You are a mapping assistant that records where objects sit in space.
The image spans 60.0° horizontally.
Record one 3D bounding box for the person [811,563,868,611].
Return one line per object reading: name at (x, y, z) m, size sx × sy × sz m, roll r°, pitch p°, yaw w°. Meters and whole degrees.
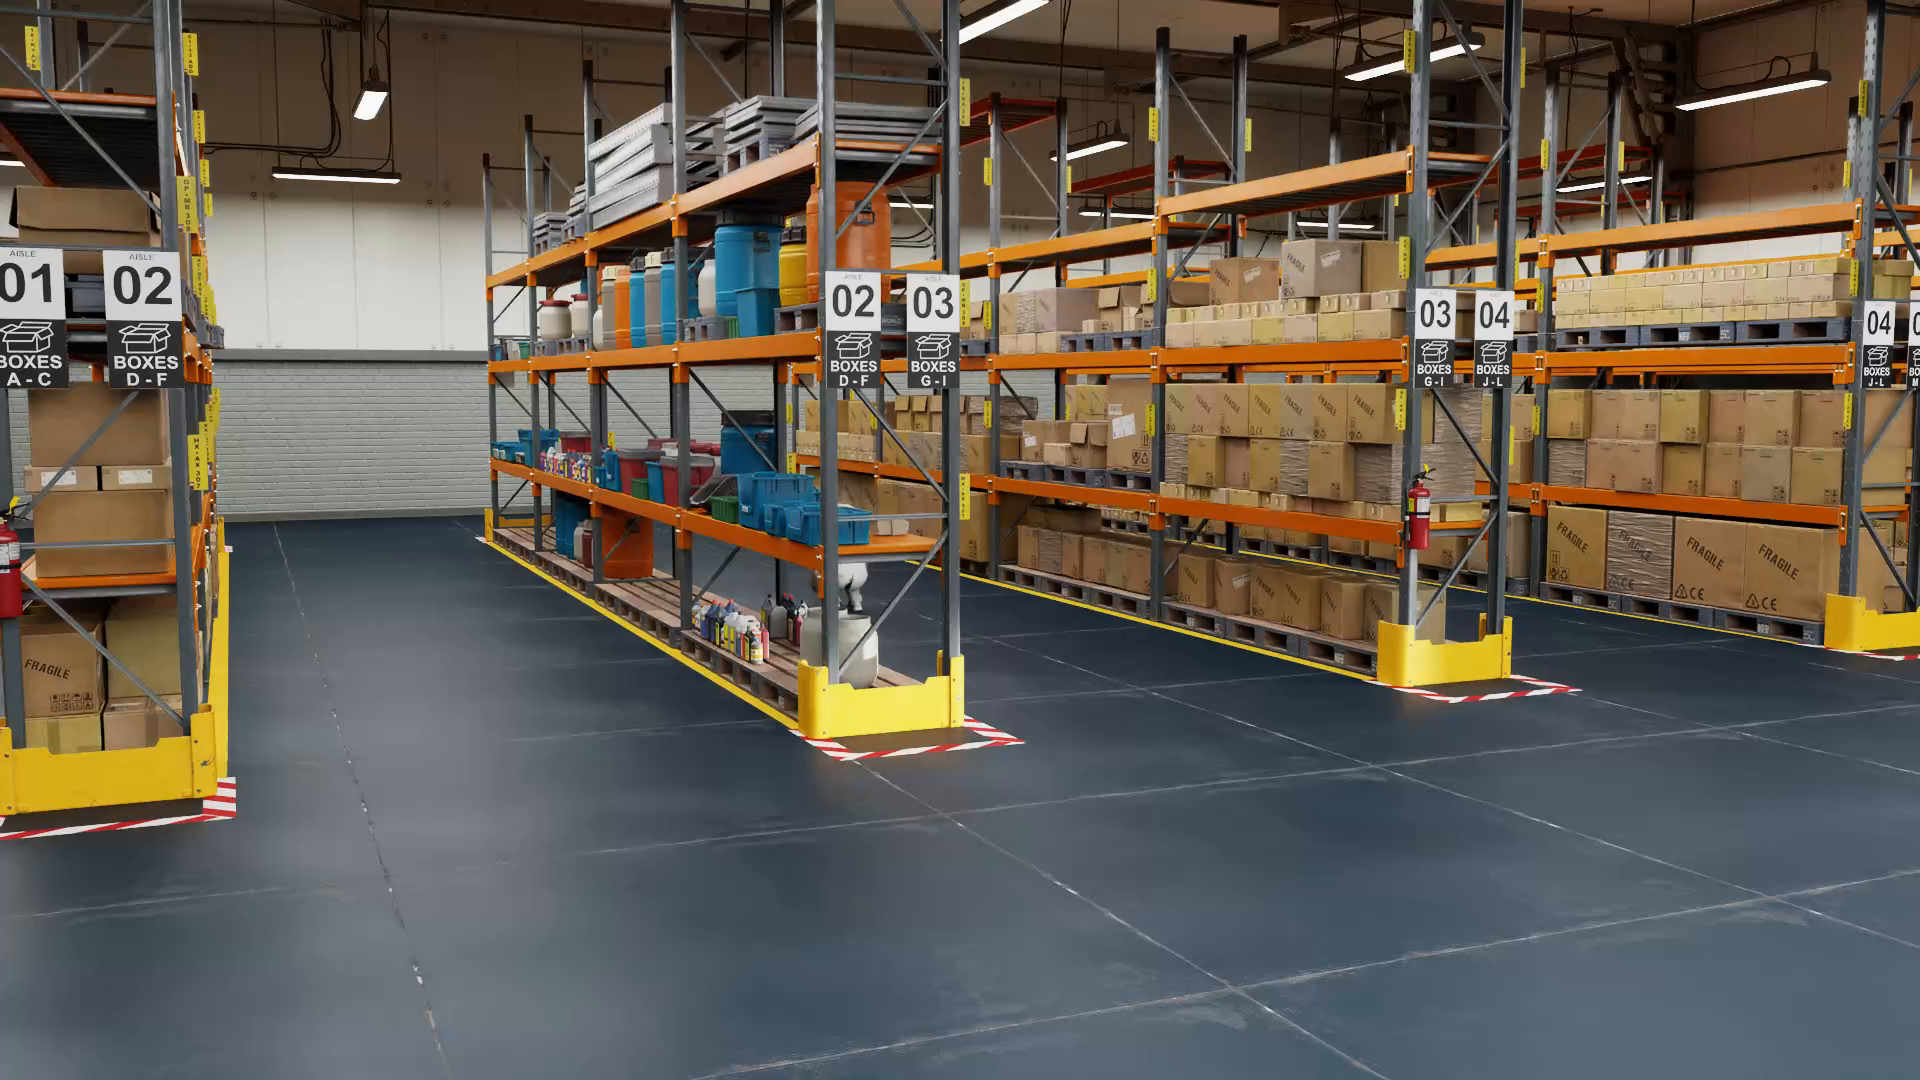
person at (-1.342, 0.261, 18.170) m, size 0.588 × 0.995 × 0.901 m, roll -2°, pitch 6°, yaw -24°
